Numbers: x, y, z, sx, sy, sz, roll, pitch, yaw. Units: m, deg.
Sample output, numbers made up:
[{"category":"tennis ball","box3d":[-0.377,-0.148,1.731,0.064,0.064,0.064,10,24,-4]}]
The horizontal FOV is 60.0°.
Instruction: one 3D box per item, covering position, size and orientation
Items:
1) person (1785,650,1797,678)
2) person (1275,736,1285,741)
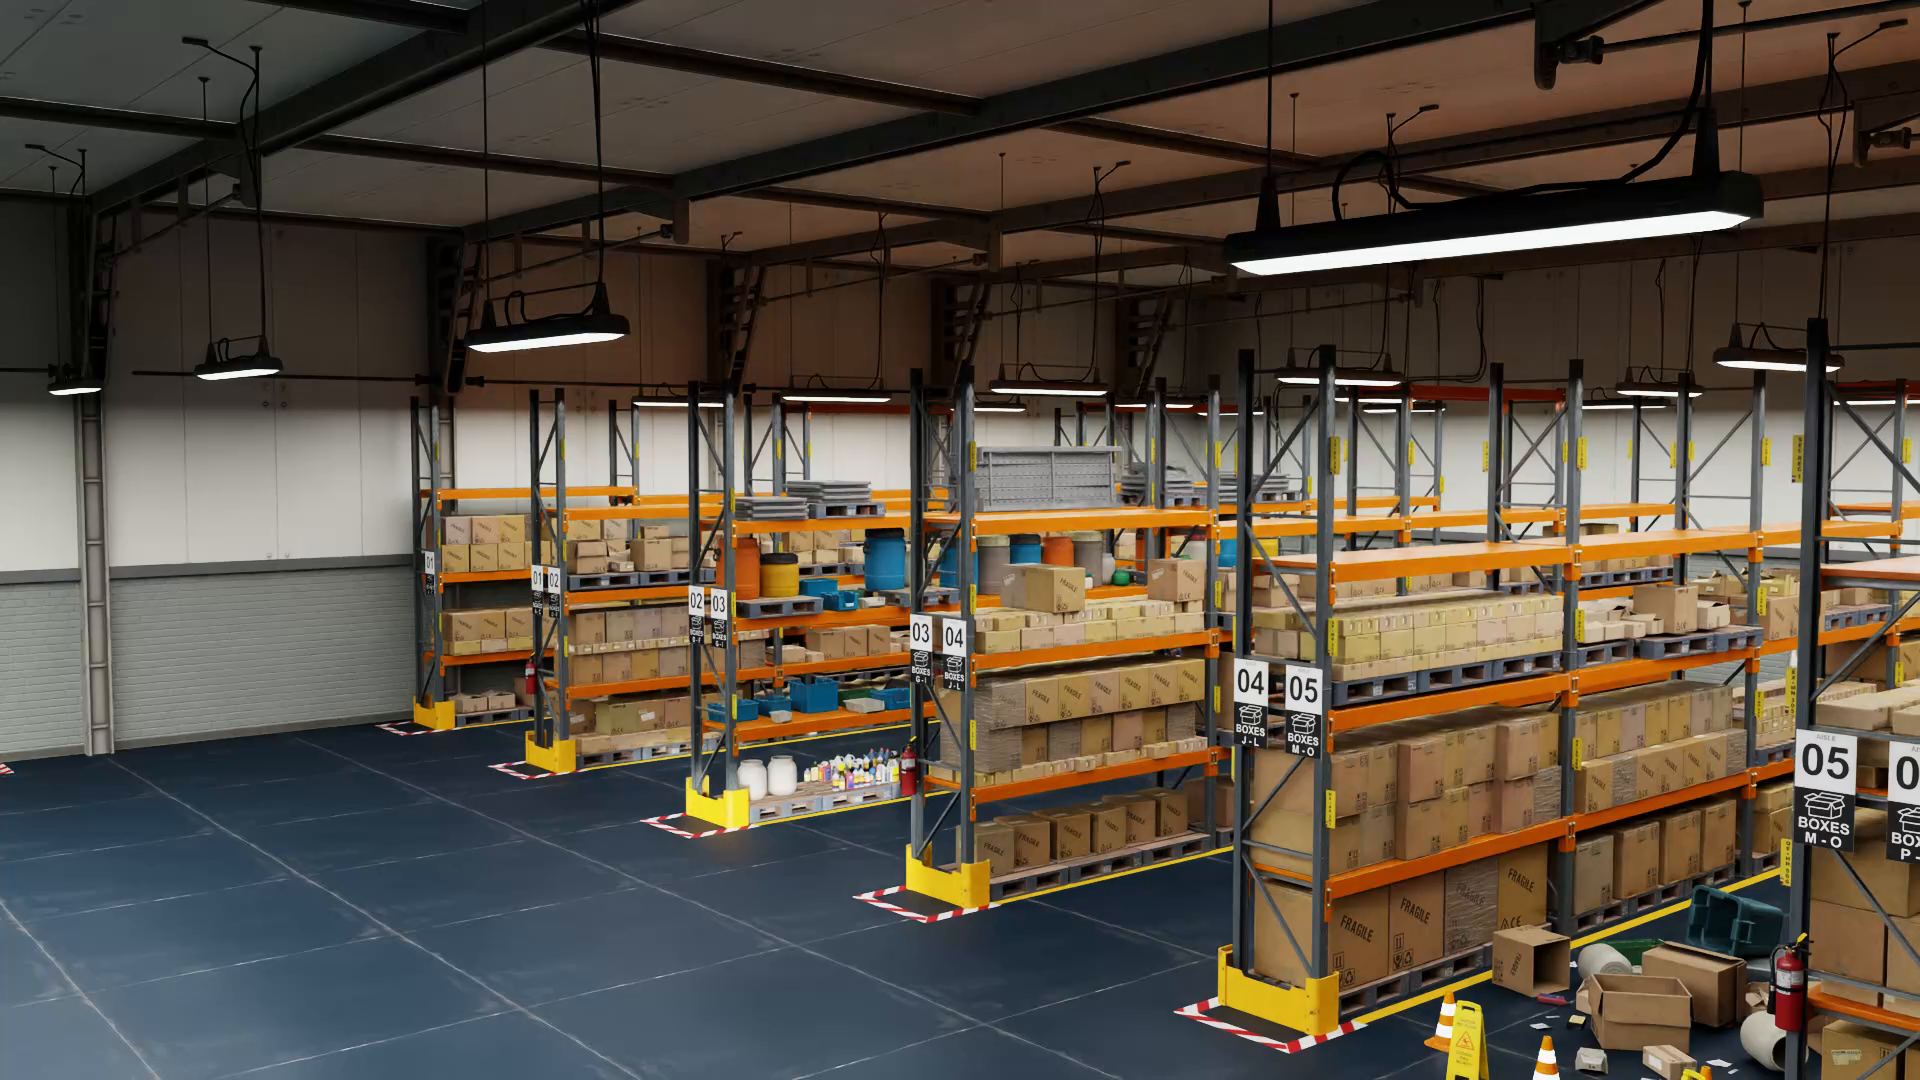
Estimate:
[{"category":"person","box3d":[15.597,2.459,30.883,0.822,1.752,0.529,3,5,43]},{"category":"person","box3d":[3.808,3.154,19.899,0.938,1.627,0.482,-1,4,-18]}]
